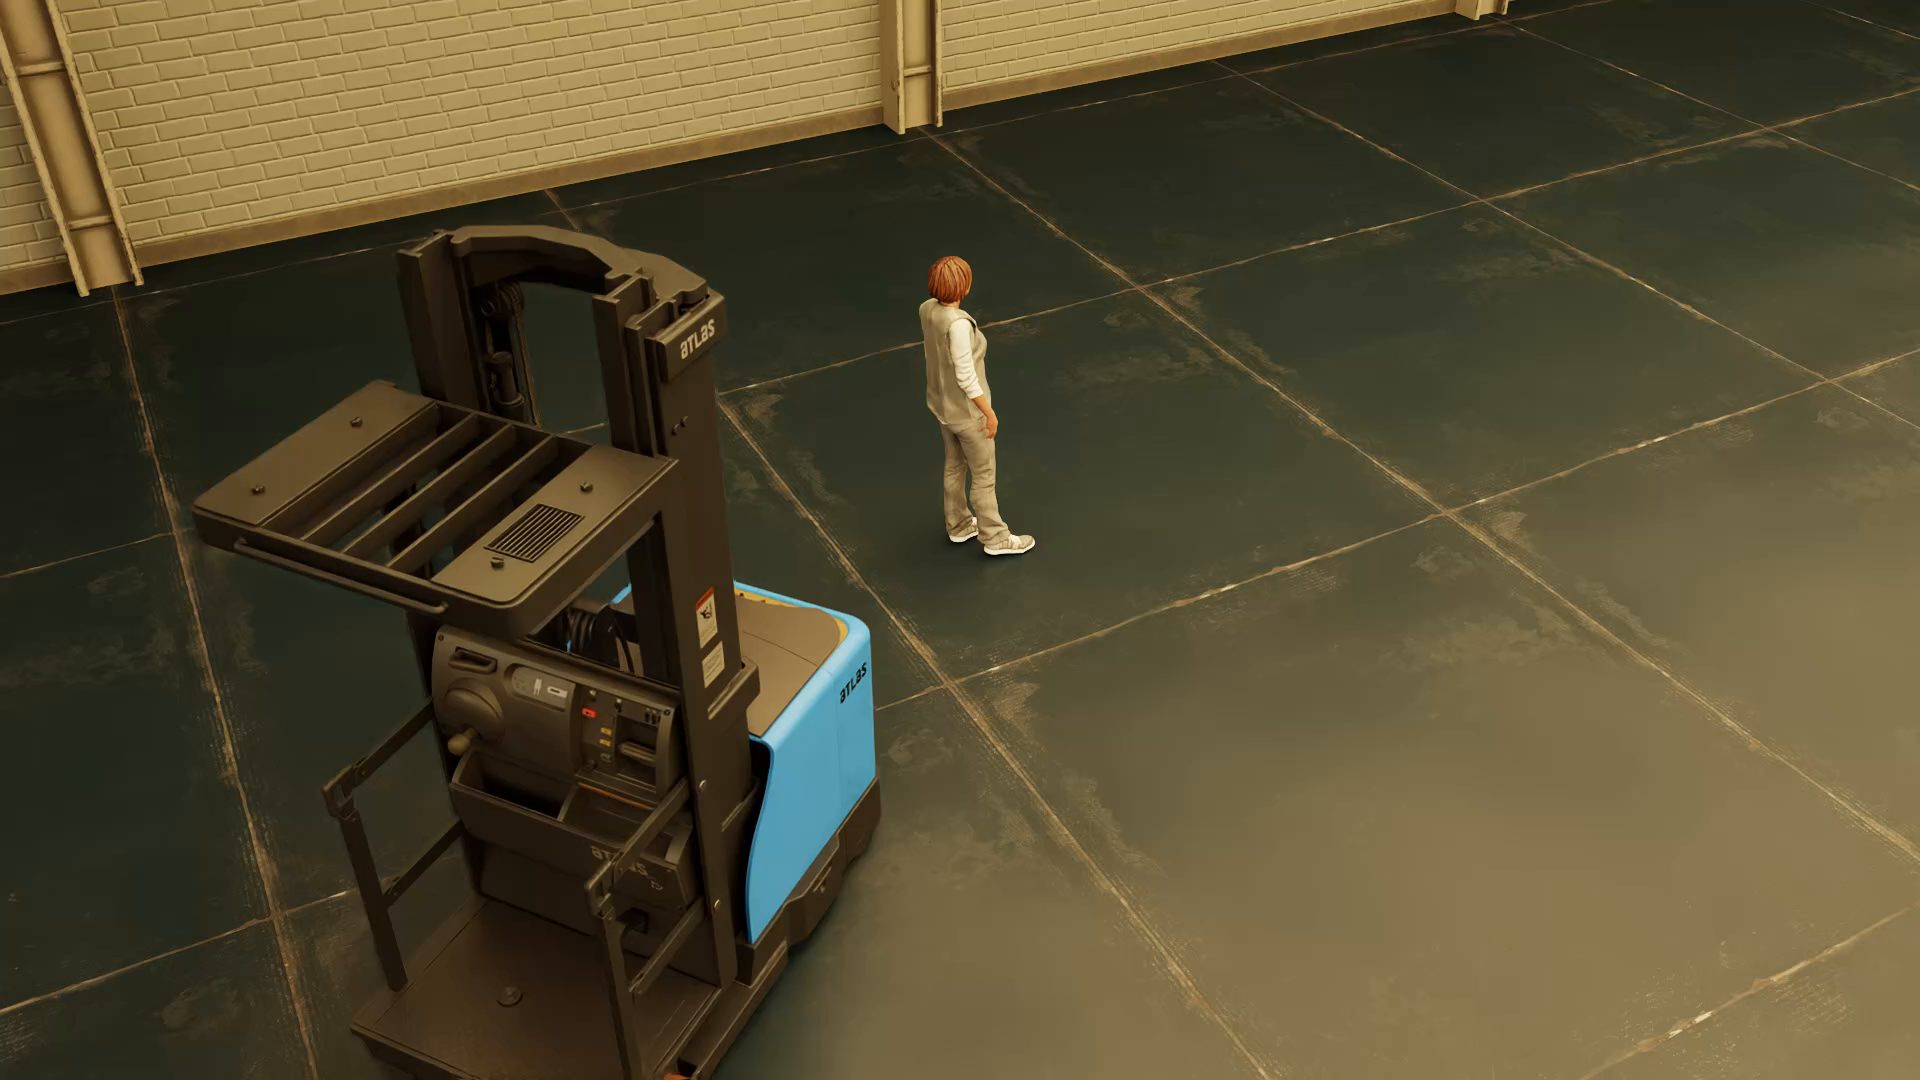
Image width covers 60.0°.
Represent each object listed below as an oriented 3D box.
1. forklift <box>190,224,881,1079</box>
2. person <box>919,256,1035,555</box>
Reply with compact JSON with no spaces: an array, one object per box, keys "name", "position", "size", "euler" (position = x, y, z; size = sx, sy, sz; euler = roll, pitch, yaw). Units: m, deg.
[{"name":"forklift","position":[-1.409,0.640,5.217],"size":[1.130,2.935,3.031],"euler":[15,38,20]},{"name":"person","position":[0.073,-0.671,8.215],"size":[0.473,1.599,0.520],"euler":[-17,39,-23]}]
